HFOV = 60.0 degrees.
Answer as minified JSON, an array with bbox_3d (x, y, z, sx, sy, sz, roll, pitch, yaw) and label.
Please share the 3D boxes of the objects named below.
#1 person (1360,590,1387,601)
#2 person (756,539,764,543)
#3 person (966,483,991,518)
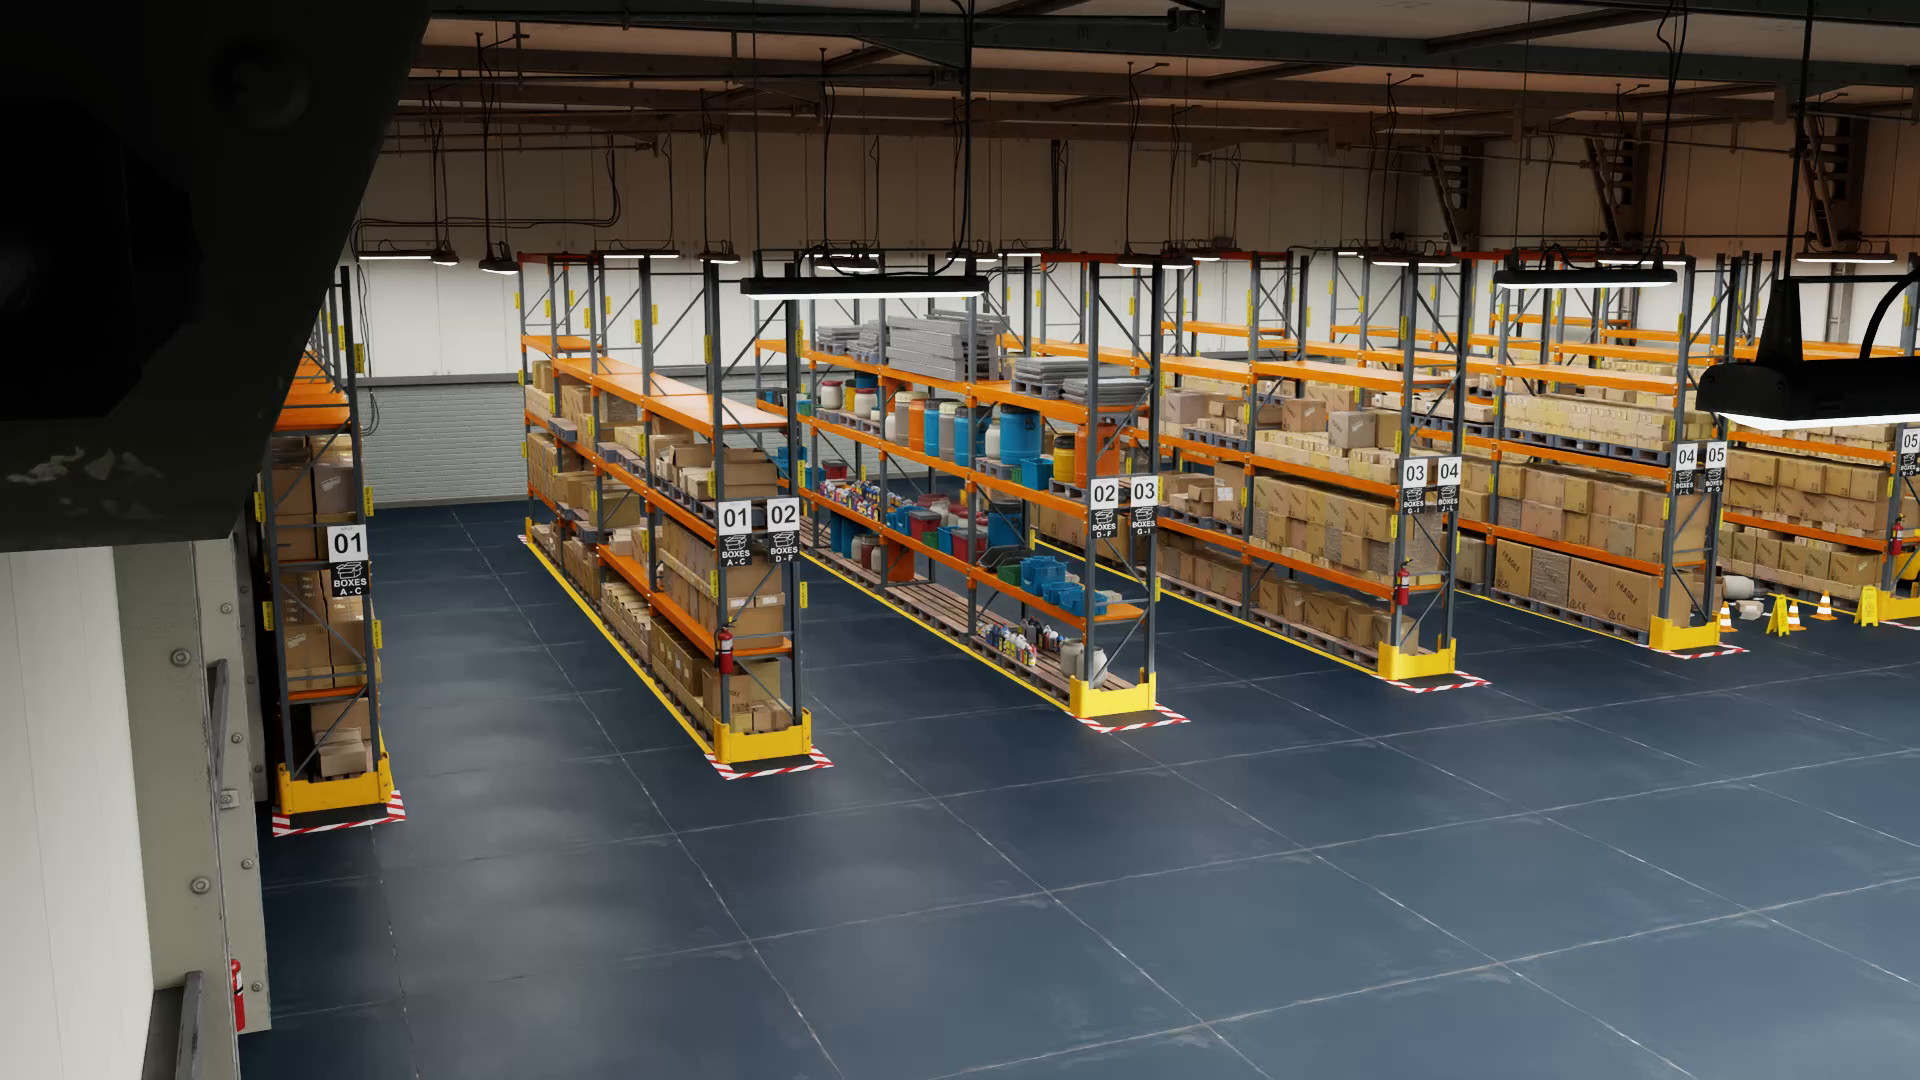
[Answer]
[{"bbox_3d":[7.301,0.264,29.178,0.434,1.547,0.946,-4,11,-21],"label":"person"},{"bbox_3d":[-3.708,0.155,29.574,0.485,1.614,1.049,-4,11,-23],"label":"person"},{"bbox_3d":[0.392,-0.906,35.406,0.459,1.610,1.058,-5,11,-24],"label":"person"}]
